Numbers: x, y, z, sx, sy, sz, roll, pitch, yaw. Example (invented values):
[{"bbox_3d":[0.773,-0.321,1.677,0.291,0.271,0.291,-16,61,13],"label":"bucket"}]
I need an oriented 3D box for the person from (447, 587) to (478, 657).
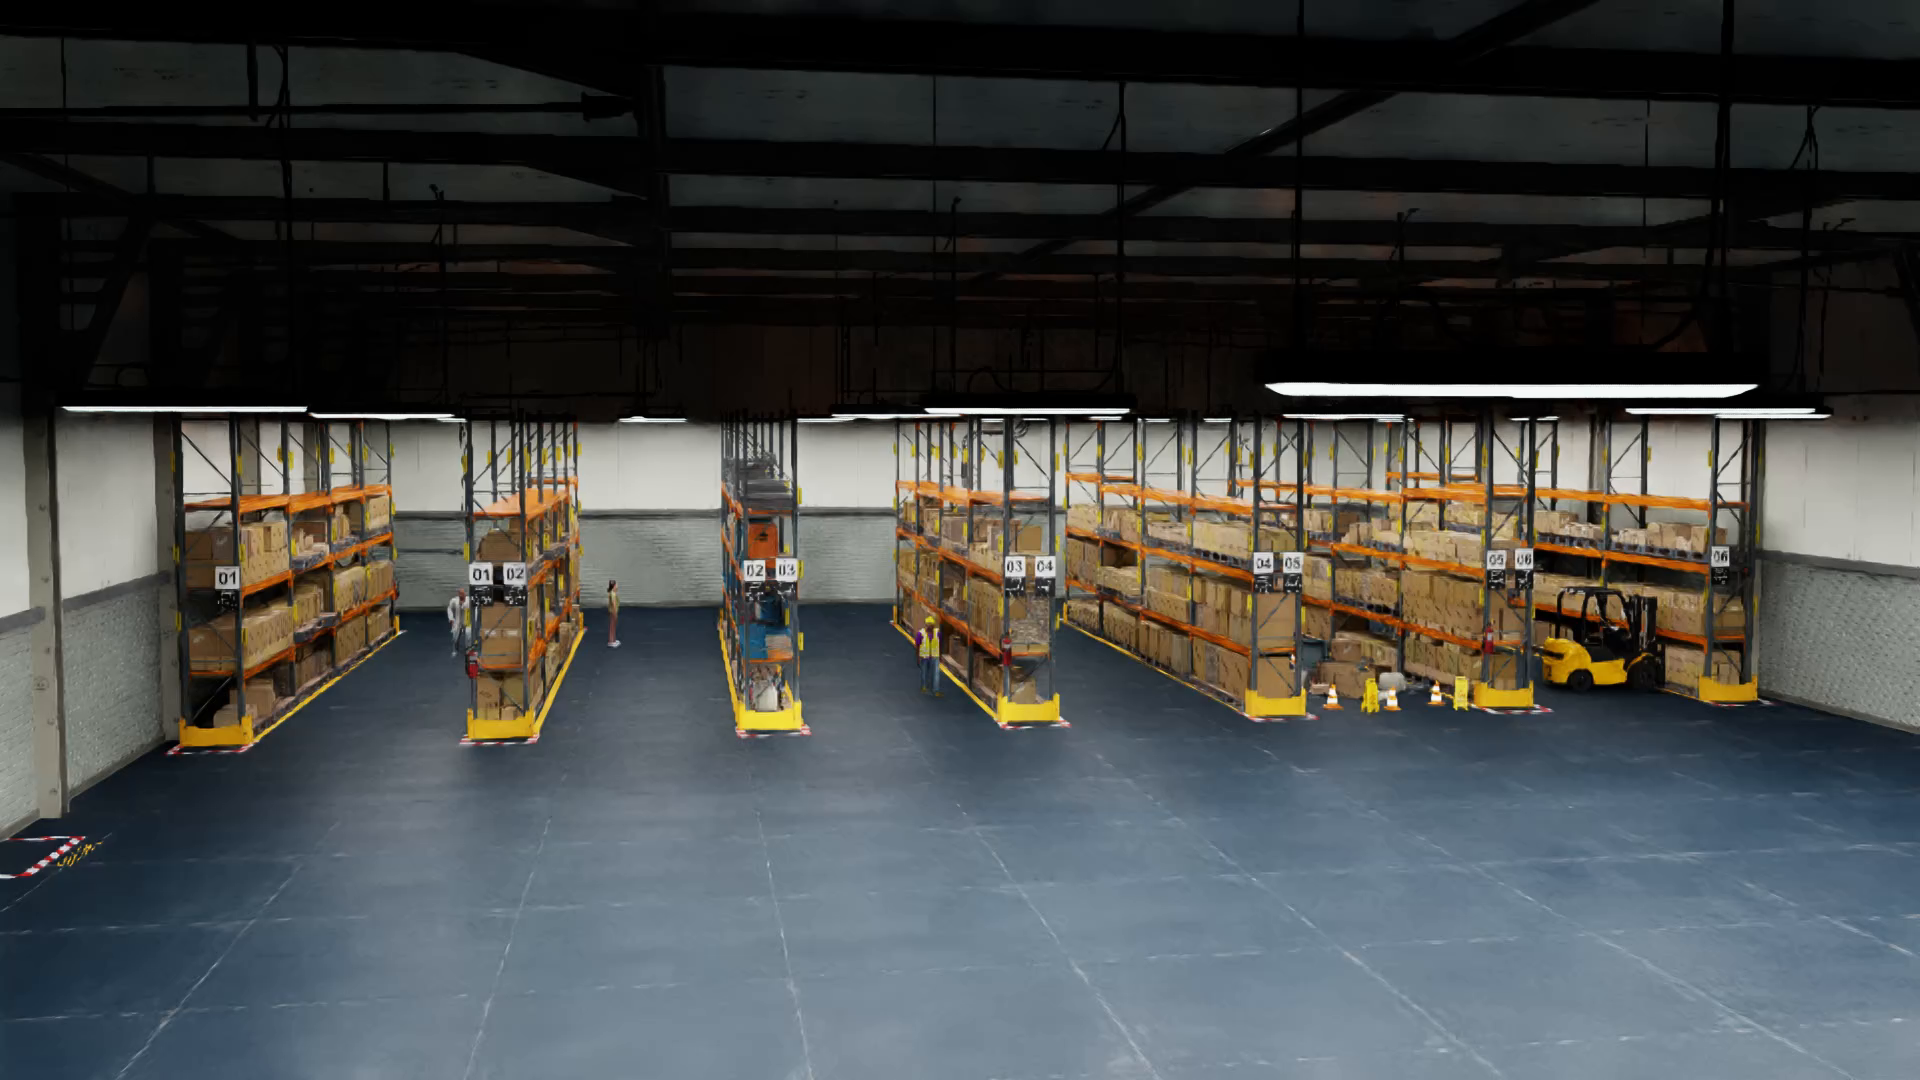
[{"bbox_3d":[-12.211,2.014,40.841,0.729,1.733,0.546,-1,4,-10],"label":"person"}]

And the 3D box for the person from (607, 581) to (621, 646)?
[{"bbox_3d":[-8.927,1.879,42.889,0.390,1.674,0.560,-2,4,-22],"label":"person"}]

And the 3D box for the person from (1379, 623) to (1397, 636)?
[{"bbox_3d":[11.540,1.745,44.904,0.538,1.666,0.579,1,4,17],"label":"person"}]

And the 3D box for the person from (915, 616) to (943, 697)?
[{"bbox_3d":[-0.649,2.430,34.984,0.577,1.687,1.121,-1,4,-7],"label":"person"}]
